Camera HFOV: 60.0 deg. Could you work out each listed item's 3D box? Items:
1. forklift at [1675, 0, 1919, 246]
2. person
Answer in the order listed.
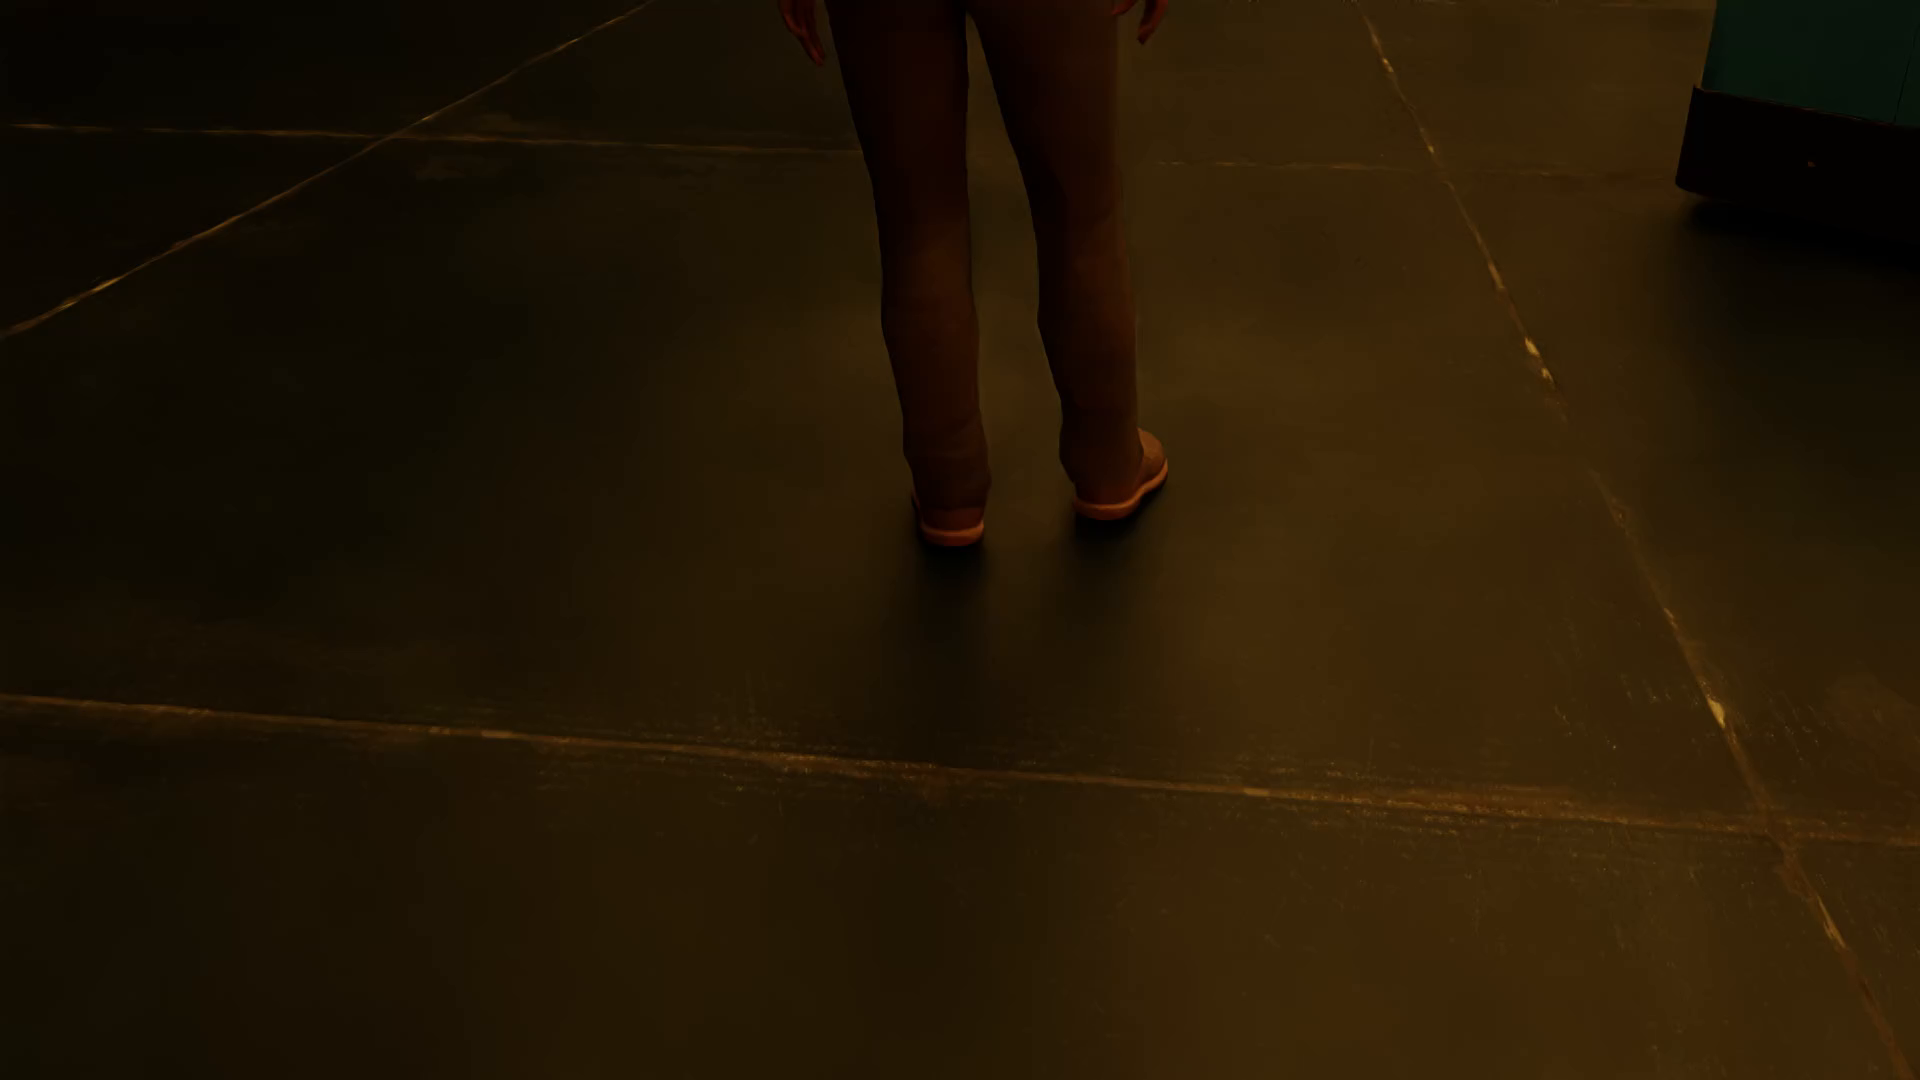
[{"bbox_3d":[3.258,-2.320,3.867,3.031,2.935,1.130,-17,31,-31],"label":"forklift"},{"bbox_3d":[0.031,-0.784,2.203,0.570,1.654,0.503,3,27,7],"label":"person"}]
